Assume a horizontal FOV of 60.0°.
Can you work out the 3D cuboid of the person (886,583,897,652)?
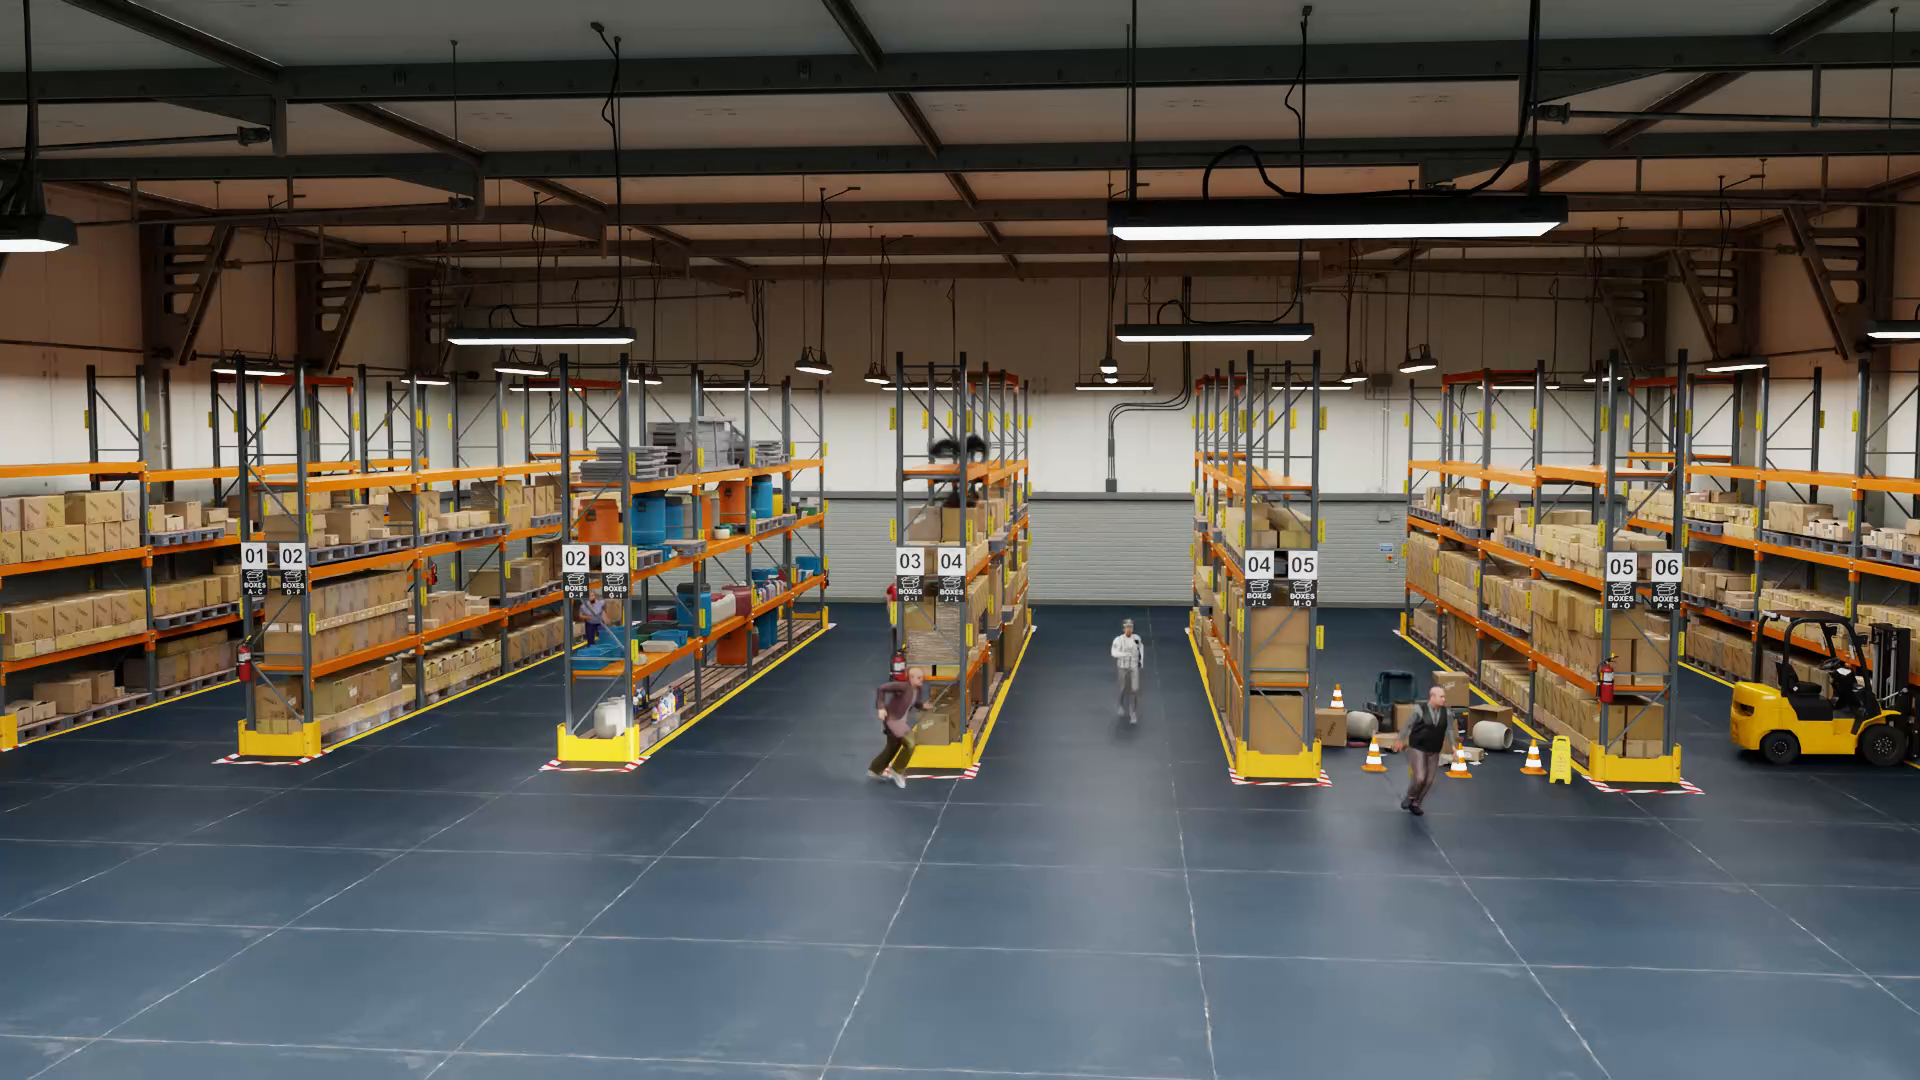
[{"bbox_3d":[-1.300,1.584,36.174,0.636,1.766,0.731,0,4,-2],"label":"person"}]

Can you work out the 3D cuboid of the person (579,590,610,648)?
[{"bbox_3d":[-7.497,1.797,34.144,0.614,1.586,0.912,-1,4,-10],"label":"person"}]

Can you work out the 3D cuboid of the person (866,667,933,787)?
[{"bbox_3d":[-0.871,2.572,22.818,1.042,1.690,0.756,3,5,32],"label":"person"}]

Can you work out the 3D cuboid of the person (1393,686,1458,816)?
[{"bbox_3d":[5.926,2.672,21.058,0.657,1.680,0.654,-1,4,-16],"label":"person"}]

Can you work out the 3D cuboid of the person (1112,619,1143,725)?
[{"bbox_3d":[2.807,2.173,27.834,0.593,1.742,0.843,0,4,-5],"label":"person"}]
